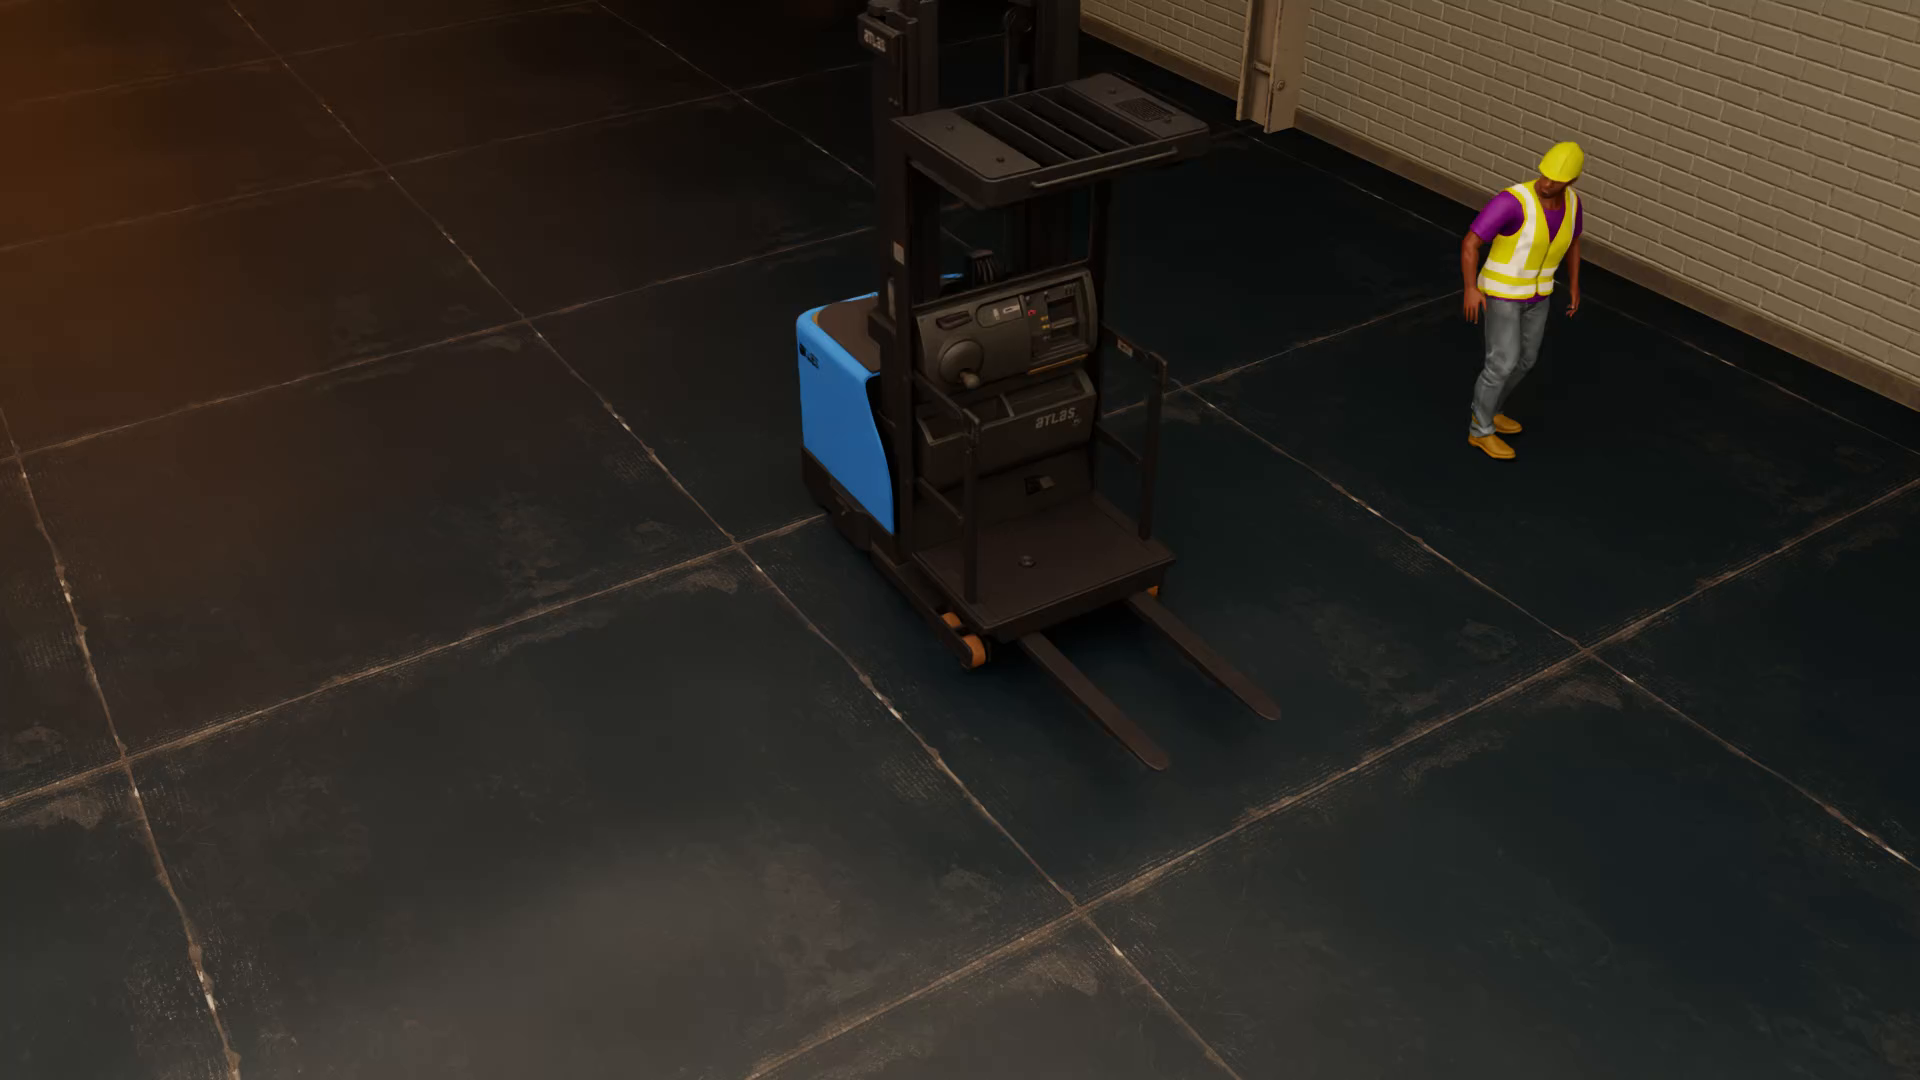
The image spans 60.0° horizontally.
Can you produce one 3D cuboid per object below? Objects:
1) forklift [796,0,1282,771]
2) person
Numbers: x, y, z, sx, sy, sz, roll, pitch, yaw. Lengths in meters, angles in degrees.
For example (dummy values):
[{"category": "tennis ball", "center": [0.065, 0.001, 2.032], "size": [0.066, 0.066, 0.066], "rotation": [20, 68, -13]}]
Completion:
[{"category": "forklift", "center": [0.334, -0.899, 7.427], "size": [1.130, 2.935, 3.031], "rotation": [-19, 39, -25]}, {"category": "person", "center": [3.094, -1.318, 9.054], "size": [0.794, 1.748, 0.521], "rotation": [-18, 39, -23]}]
